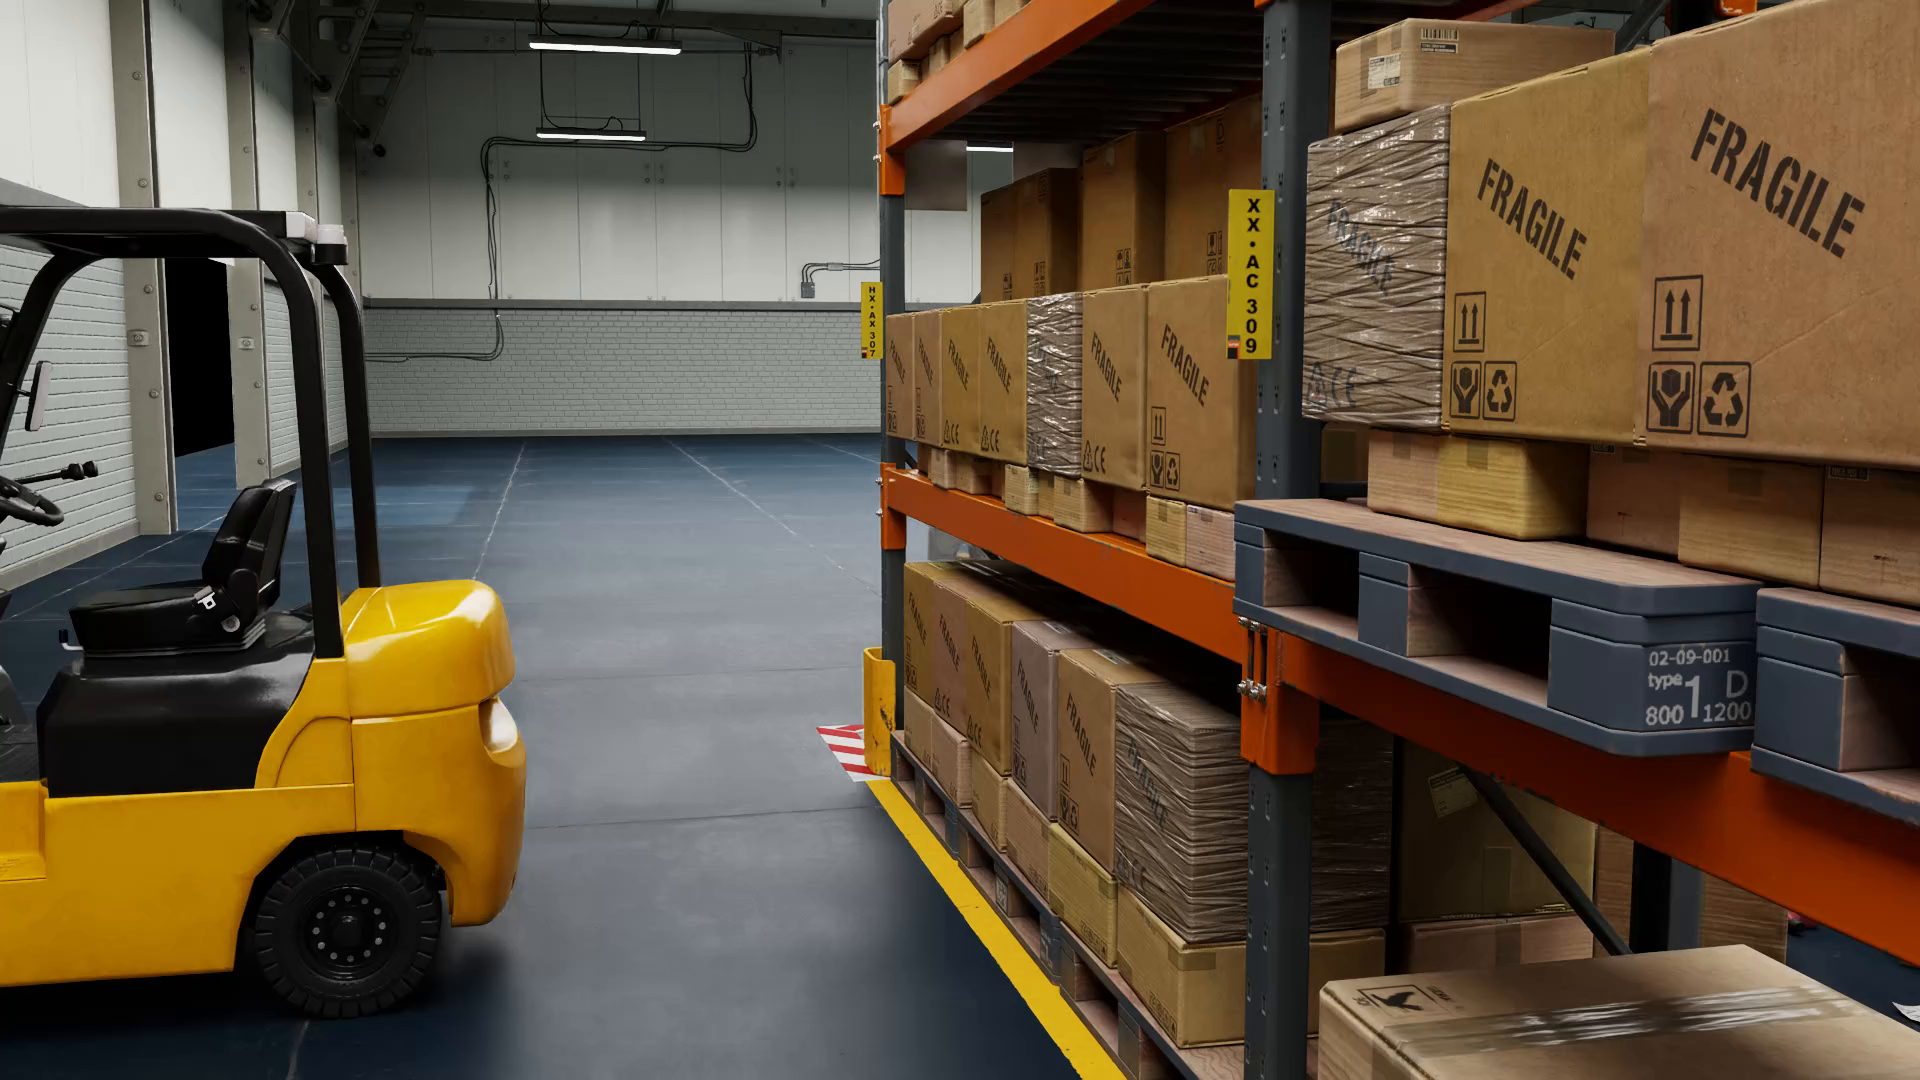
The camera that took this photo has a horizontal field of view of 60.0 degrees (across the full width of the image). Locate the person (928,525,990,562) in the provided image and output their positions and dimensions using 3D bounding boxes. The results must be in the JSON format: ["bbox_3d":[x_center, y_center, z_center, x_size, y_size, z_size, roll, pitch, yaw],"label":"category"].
[{"bbox_3d":[0.048,-0.185,10.393,0.531,1.649,0.552,-5,8,-40],"label":"person"}]
